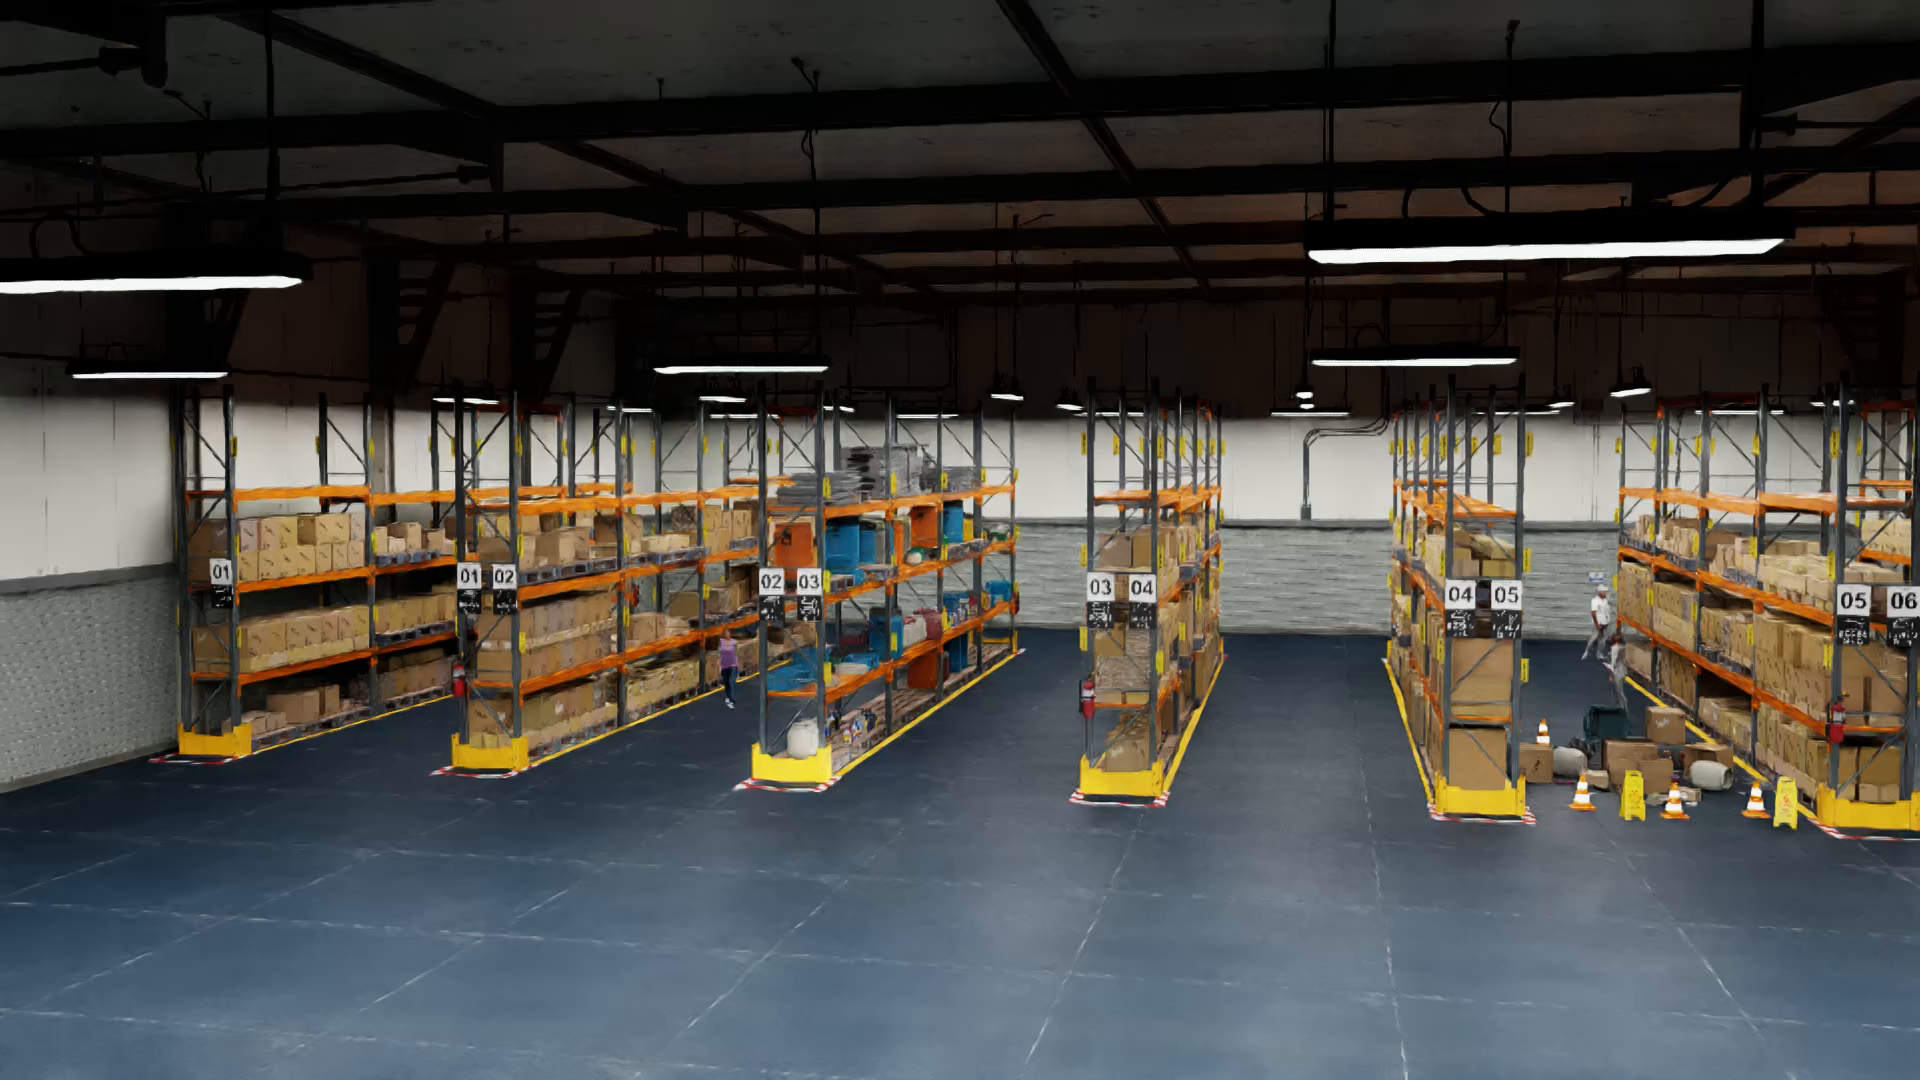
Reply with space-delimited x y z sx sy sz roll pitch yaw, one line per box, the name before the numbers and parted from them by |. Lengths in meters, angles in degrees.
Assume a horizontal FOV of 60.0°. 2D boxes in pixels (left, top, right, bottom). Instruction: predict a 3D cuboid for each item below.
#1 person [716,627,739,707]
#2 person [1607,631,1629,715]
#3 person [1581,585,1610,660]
person | -4.467 2.442 32.034 0.412 1.506 0.955 0 3 4
person | 12.089 2.478 30.639 0.532 1.588 0.535 2 4 36
person | 14.945 1.941 39.064 0.722 1.764 0.481 -2 4 -36
